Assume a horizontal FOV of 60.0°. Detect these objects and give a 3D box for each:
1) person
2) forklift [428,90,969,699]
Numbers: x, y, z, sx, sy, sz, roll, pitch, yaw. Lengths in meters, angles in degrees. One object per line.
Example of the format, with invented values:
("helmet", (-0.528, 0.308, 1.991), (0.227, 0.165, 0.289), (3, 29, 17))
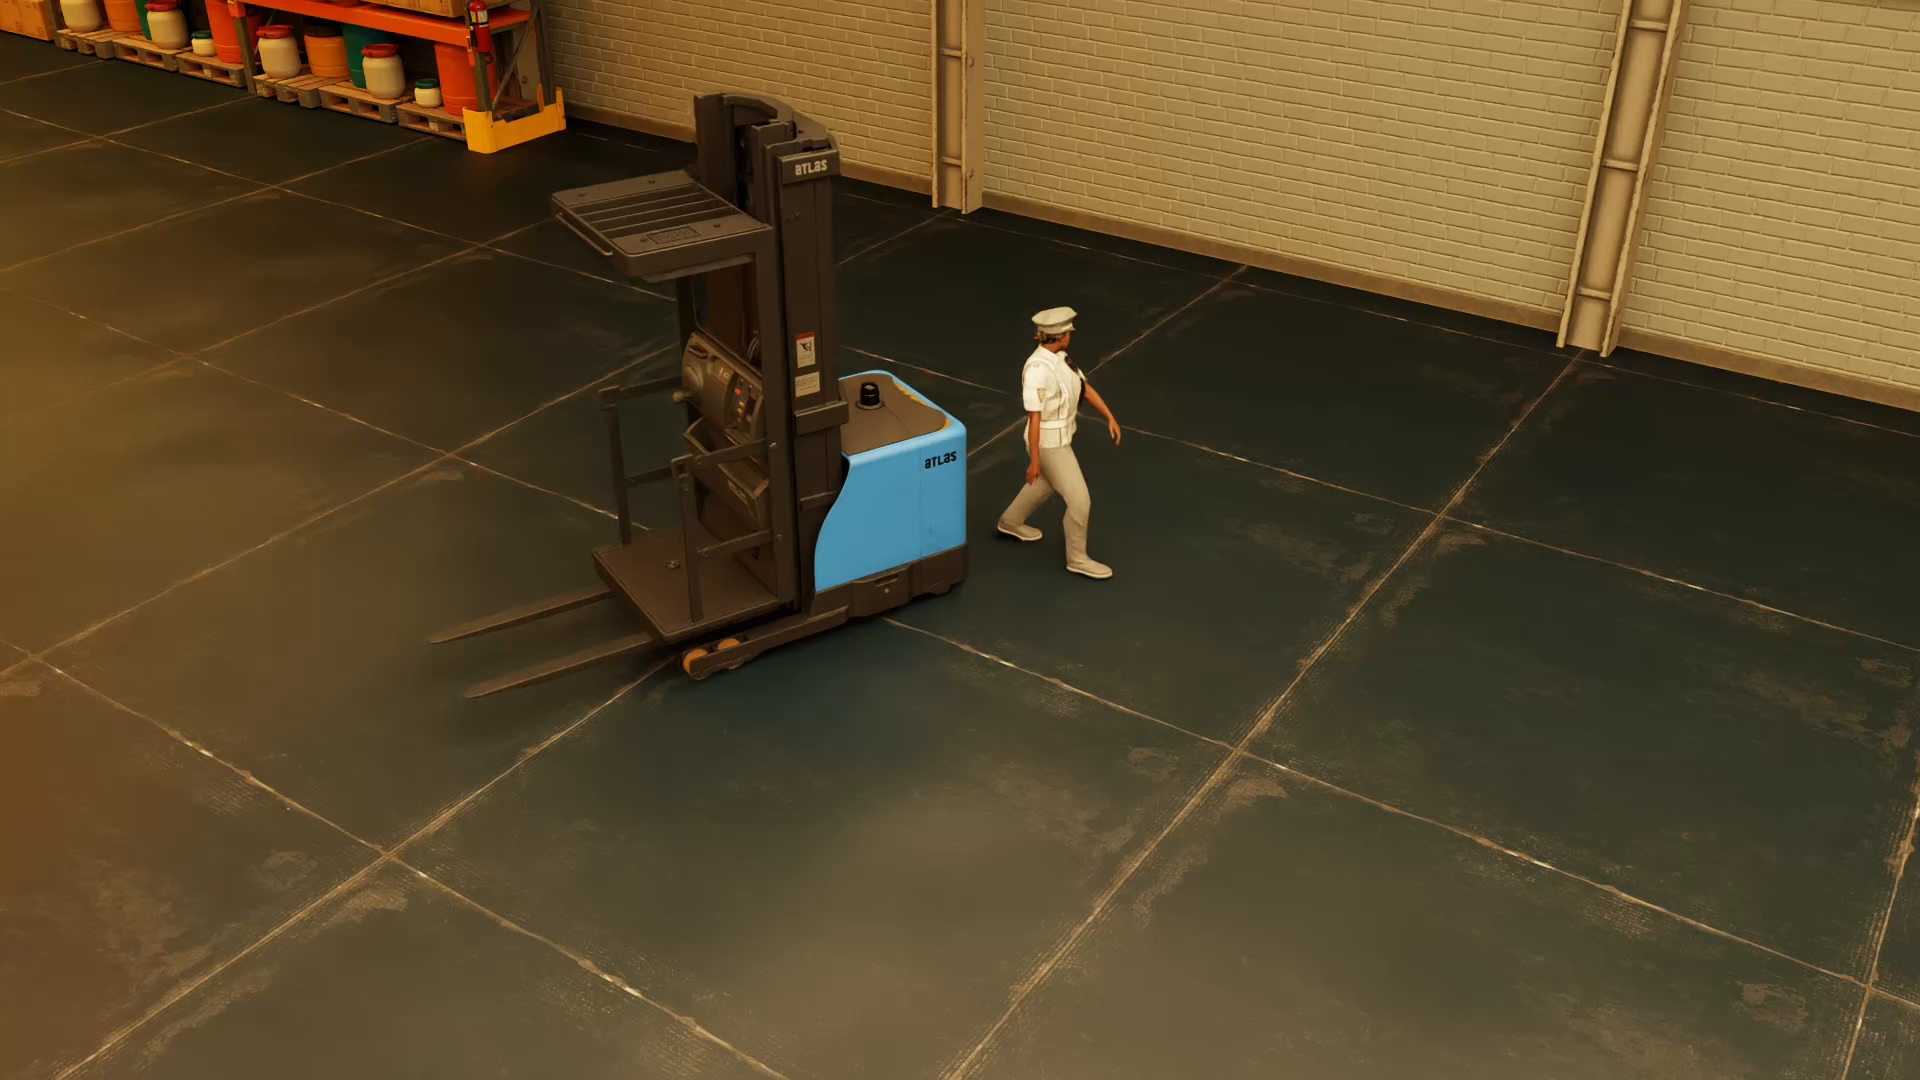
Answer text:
("person", (0.574, -0.576, 9.924), (0.803, 1.575, 0.623), (7, 31, 12))
("forklift", (-1.467, -0.801, 8.960), (3.031, 2.935, 1.130), (-18, 35, -28))
